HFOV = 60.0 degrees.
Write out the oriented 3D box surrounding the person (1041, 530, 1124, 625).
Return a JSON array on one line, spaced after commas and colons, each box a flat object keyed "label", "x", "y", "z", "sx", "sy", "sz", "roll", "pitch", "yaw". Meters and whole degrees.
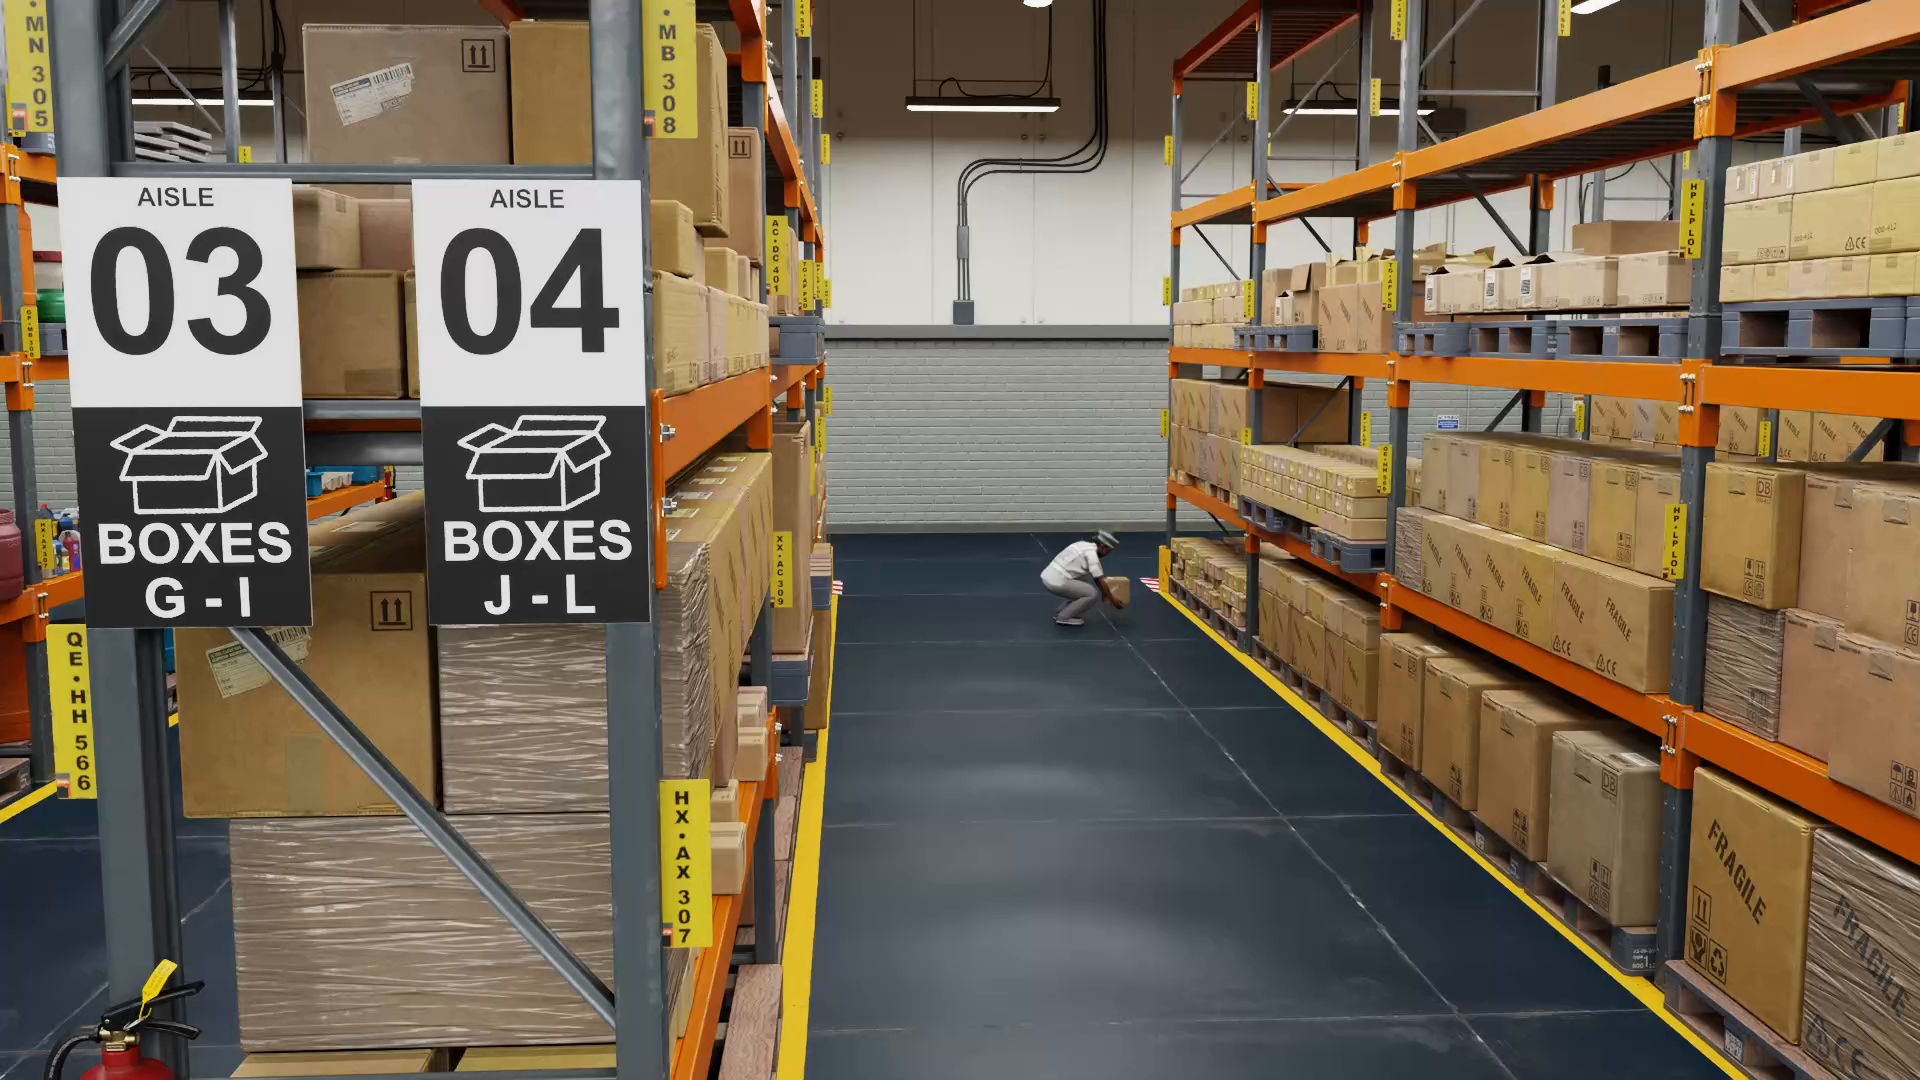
[{"label": "person", "x": 1.250, "y": 0.386, "z": 17.111, "sx": 0.842, "sy": 0.942, "sz": 0.506, "roll": 0, "pitch": 7, "yaw": -4}]
